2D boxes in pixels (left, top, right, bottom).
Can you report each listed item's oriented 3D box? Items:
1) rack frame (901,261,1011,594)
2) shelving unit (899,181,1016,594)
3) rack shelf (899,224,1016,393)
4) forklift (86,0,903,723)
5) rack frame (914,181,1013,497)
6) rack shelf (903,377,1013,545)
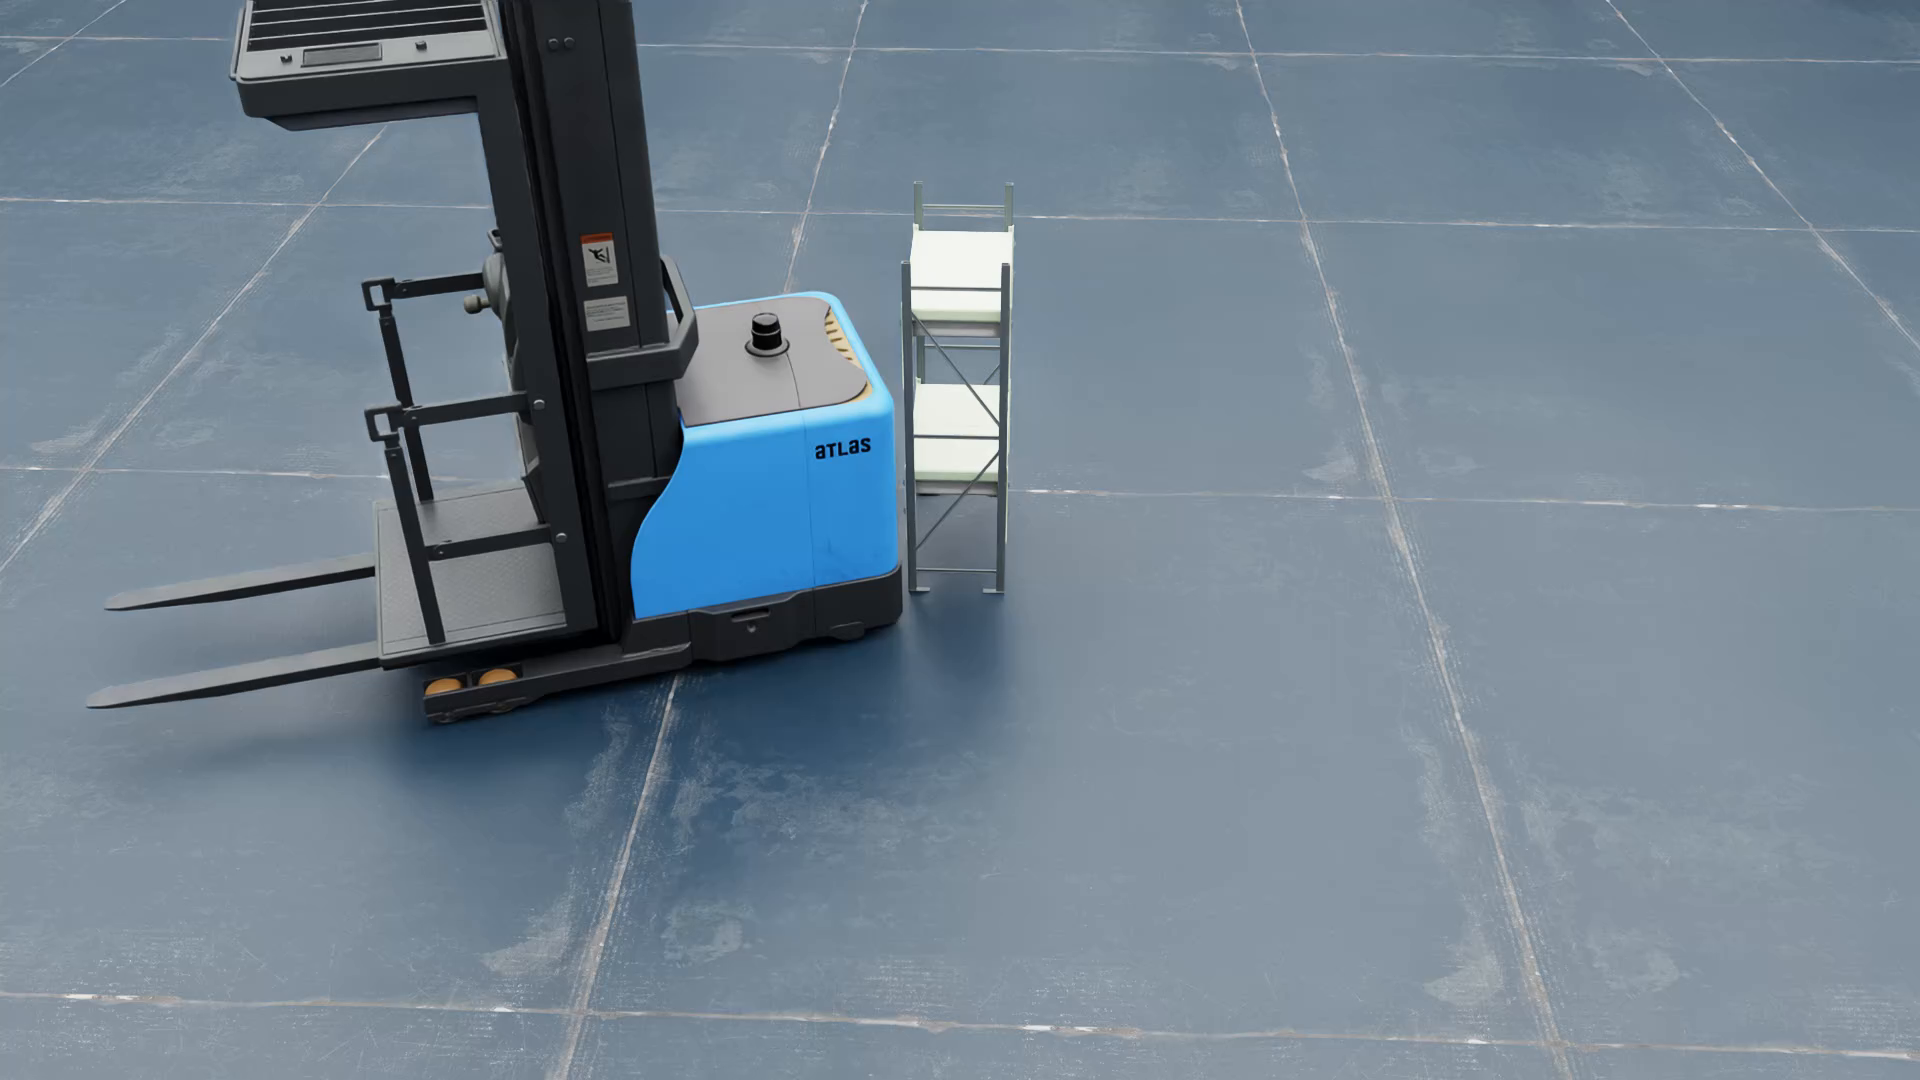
[{"bbox_3d":[-0.015,-0.399,6.514,0.400,1.500,0.023,1,35,2],"label":"rack frame"},{"bbox_3d":[0.000,-0.610,6.813,0.431,1.500,0.755,1,35,2],"label":"shelving unit"},{"bbox_3d":[0.000,-0.929,6.589,0.431,0.370,0.720,1,35,2],"label":"rack shelf"},{"bbox_3d":[-1.807,-0.851,5.912,3.031,2.935,1.130,-10,36,-14],"label":"forklift"},{"bbox_3d":[0.014,-0.820,7.113,0.400,1.500,0.023,1,35,2],"label":"rack frame"},{"bbox_3d":[0.000,-0.343,7.001,0.431,0.370,0.720,1,35,2],"label":"rack shelf"}]
